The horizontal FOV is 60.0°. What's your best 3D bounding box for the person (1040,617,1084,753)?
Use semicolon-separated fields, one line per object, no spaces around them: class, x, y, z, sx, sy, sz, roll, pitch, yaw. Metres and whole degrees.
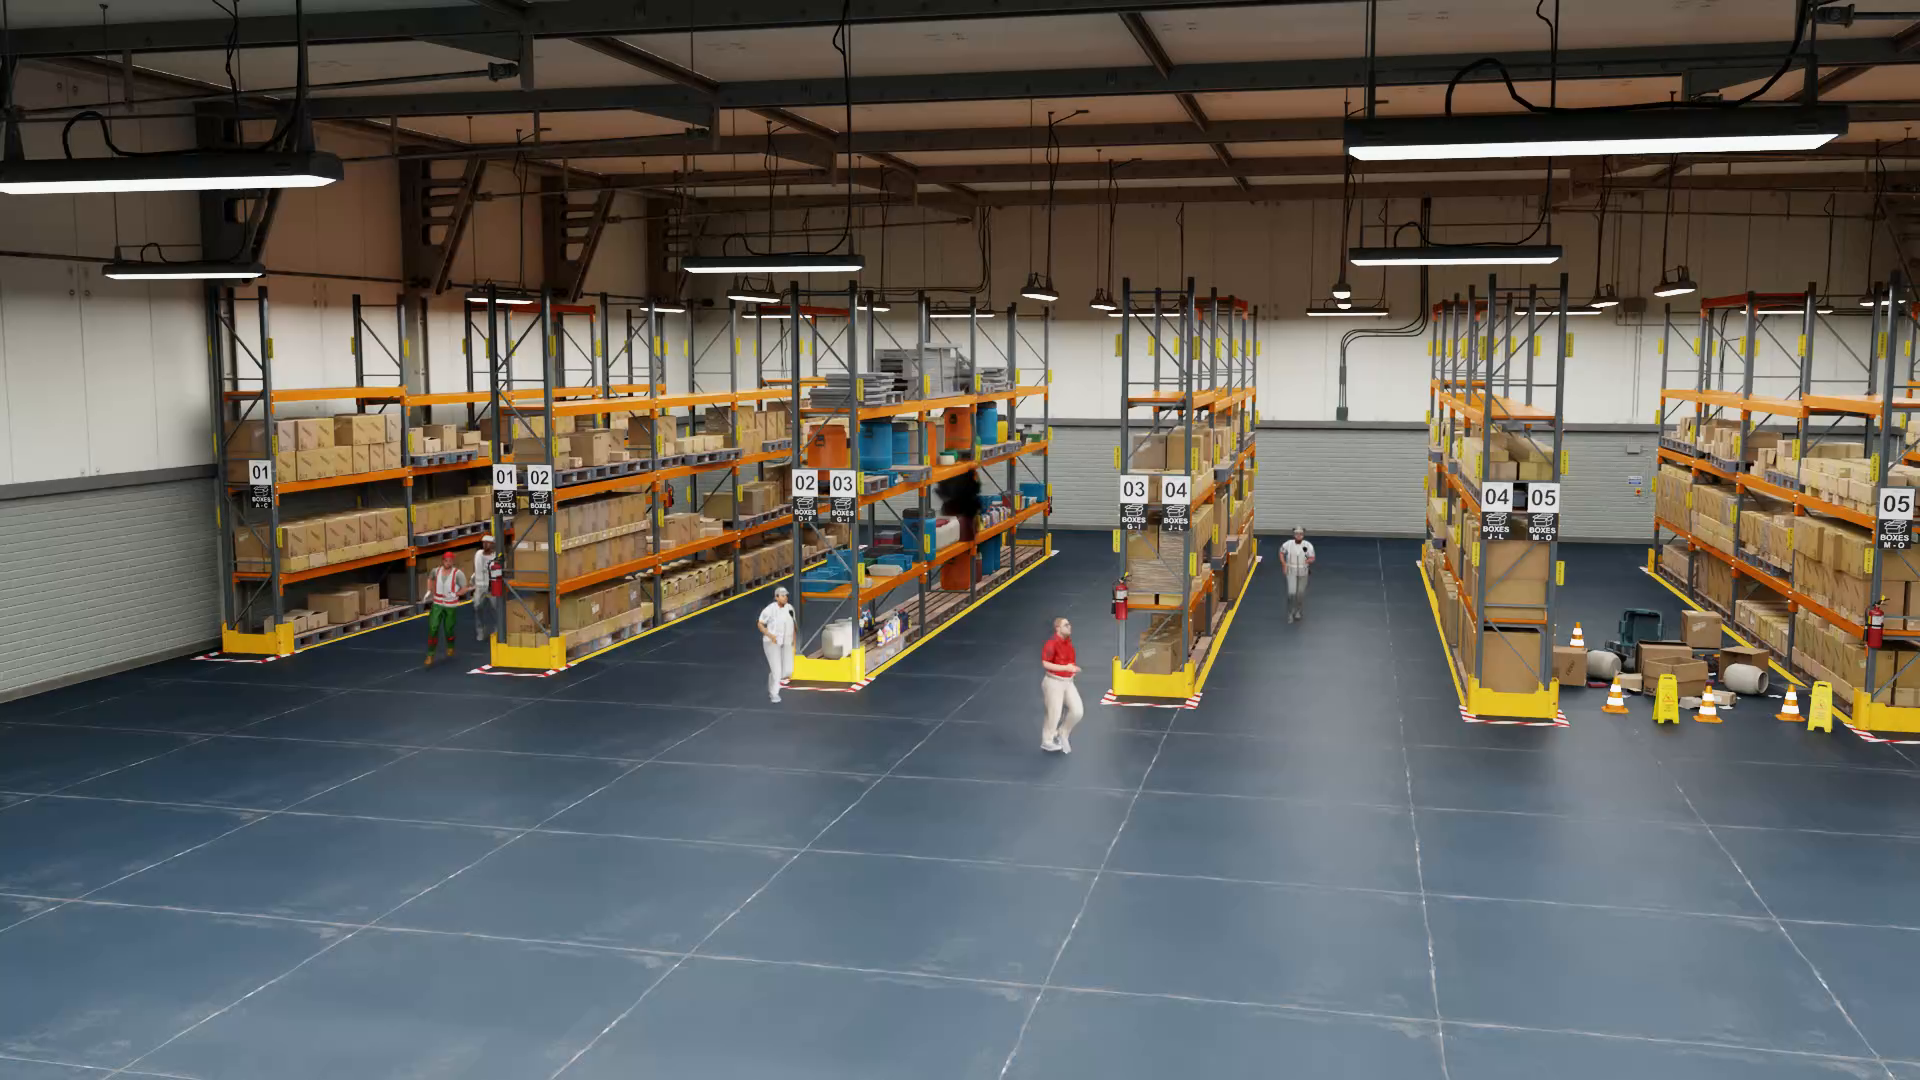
person;1.264;1.819;20.496;0.680;1.743;0.631;6;9;41

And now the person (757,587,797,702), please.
person;-2.589;1.479;23.765;0.629;1.624;0.548;-4;8;-33

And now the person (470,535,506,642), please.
person;-8.157;0.826;28.716;0.658;1.843;0.769;0;7;2

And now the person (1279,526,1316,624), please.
person;6.179;0.658;30.438;0.634;1.854;0.766;1;7;6

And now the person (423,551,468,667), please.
person;-8.223;1.065;26.634;0.698;1.813;0.845;-1;7;-5
